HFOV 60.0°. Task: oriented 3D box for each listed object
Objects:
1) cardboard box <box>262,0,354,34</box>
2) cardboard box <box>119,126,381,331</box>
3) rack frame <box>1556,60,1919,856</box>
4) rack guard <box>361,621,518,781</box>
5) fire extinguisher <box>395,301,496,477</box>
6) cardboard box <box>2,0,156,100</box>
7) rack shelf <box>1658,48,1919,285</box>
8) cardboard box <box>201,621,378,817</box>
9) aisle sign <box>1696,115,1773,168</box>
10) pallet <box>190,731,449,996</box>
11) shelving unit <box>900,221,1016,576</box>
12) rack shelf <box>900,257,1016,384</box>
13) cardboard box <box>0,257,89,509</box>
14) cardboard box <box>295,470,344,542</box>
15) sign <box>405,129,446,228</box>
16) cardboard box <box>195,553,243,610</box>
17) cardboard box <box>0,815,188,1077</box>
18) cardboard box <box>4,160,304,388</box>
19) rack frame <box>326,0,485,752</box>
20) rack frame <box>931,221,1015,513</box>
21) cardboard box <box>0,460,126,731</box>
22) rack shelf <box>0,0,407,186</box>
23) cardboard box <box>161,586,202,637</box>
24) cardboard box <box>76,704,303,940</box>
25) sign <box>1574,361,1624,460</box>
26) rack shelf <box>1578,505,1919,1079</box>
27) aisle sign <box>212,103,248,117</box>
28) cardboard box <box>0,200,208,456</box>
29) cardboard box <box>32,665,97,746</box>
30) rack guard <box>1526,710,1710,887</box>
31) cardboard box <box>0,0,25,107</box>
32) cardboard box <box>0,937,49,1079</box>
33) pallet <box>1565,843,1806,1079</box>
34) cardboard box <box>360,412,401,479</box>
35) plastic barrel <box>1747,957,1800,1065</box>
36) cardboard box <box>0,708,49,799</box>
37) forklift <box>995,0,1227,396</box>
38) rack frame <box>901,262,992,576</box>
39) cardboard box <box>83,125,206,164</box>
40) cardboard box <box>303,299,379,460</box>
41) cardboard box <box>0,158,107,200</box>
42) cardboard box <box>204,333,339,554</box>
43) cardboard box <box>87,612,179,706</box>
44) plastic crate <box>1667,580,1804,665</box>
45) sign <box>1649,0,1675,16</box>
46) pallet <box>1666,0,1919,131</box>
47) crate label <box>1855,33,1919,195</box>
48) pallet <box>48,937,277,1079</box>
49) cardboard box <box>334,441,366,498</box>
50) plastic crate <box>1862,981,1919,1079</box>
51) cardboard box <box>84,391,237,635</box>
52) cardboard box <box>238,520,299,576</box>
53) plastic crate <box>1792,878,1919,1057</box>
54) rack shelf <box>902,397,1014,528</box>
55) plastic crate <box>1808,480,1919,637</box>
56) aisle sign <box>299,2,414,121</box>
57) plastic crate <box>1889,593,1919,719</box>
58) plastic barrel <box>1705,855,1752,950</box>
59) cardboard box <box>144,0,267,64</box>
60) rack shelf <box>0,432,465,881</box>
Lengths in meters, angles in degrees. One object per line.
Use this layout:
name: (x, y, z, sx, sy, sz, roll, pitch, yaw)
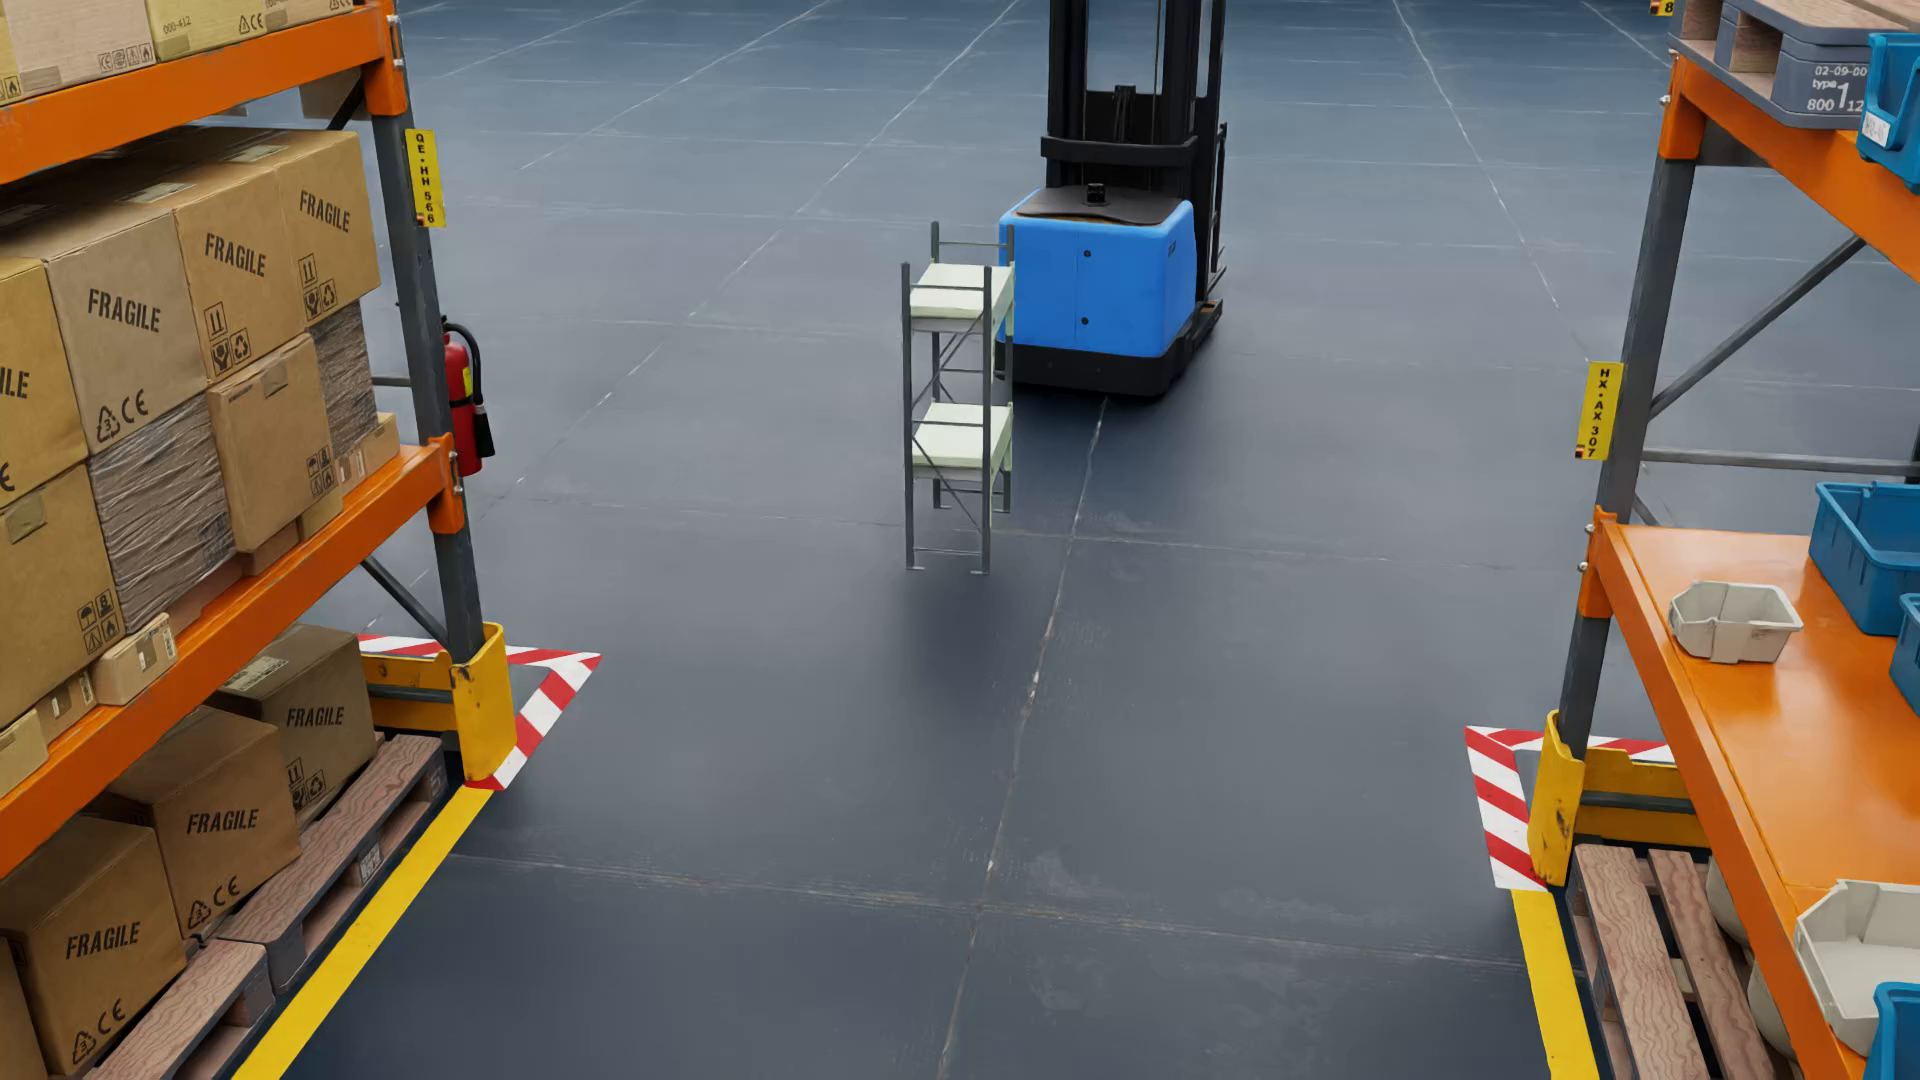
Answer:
cardboard box: (-2.154, -1.656, 4.888, 0.500, 0.250, 0.500, 5, 25, 10)
cardboard box: (-2.172, -0.970, 5.136, 0.500, 0.500, 0.500, 4, 25, 9)
rack frame: (2.560, -0.241, 5.227, 1.000, 3.000, 0.127, 4, 25, 9)
rack guard: (-2.338, 0.580, 6.422, 1.175, 0.500, 0.348, 4, 25, 9)
fire extinguisher: (-1.853, -0.565, 6.011, 0.296, 0.674, 0.183, 4, 25, 9)
cardboard box: (-2.325, -1.233, 3.984, 0.500, 0.250, 0.500, 5, 25, 10)
rack shelf: (2.233, -0.437, 2.957, 1.077, 0.370, 4.000, 4, 25, 9)
cardboard box: (-2.445, 0.618, 5.846, 0.500, 0.500, 0.500, 9, 27, 18)
aisle sign: (2.283, -1.469, 4.784, 0.394, 0.787, 0.004, 4, 25, 9)
pallet: (-2.506, 1.048, 5.763, 1.003, 0.211, 1.213, 4, 25, 9)
shelving unit: (0.001, -0.682, 7.938, 0.431, 1.500, 0.755, 4, 25, 9)
rack shelf: (0.001, -1.036, 7.773, 0.431, 0.370, 0.720, 4, 25, 9)
cardboard box: (-2.422, -0.343, 3.796, 0.500, 0.500, 0.500, 4, 25, 9)
cardboard box: (-2.201, -0.124, 5.274, 0.380, 0.149, 0.250, 4, 25, 9)
sign: (-1.782, -1.205, 5.548, 0.100, 0.325, 0.005, 4, 25, 9)
cardboard box: (-2.338, 0.081, 4.836, 0.380, 0.149, 0.250, 4, 25, 9)
cardboard box: (-2.630, 1.130, 4.750, 0.500, 0.500, 0.500, 6, 26, 13)
cardboard box: (-2.248, -0.761, 4.688, 0.500, 0.500, 0.500, 4, 25, 9)
rack frame: (-2.326, -0.584, 5.960, 1.000, 3.000, 0.127, 4, 25, 9)
rack frame: (0.061, -0.835, 8.265, 0.400, 1.500, 0.023, 4, 25, 9)
cardboard box: (-2.624, 0.096, 4.039, 0.875, 0.500, 0.500, 4, 25, 9)
rack shelf: (-2.653, -0.781, 3.690, 1.077, 0.370, 4.000, 4, 25, 9)
cardboard box: (-2.357, 0.187, 4.609, 0.380, 0.149, 0.250, 4, 25, 9)
cardboard box: (-2.509, 0.870, 5.306, 0.500, 0.500, 0.500, 11, 27, 22)
sign: (2.018, -0.406, 5.254, 0.100, 0.325, 0.005, 4, 25, 9)
rack shelf: (2.233, 0.921, 3.592, 1.077, 0.370, 4.000, 4, 25, 9)
aisle sign: (-2.612, -1.808, 5.509, 0.394, 0.787, 0.004, 4, 25, 9)
cardboard box: (-2.332, -0.552, 4.242, 0.500, 0.500, 0.500, 4, 25, 9)
cardboard box: (-2.420, 0.397, 4.159, 0.380, 0.149, 0.250, 4, 25, 9)
rack guard: (2.594, 0.926, 5.682, 1.175, 0.500, 0.348, 4, 25, 9)
cardboard box: (-2.402, -1.022, 3.534, 0.500, 0.250, 0.500, 4, 25, 8)
cardboard box: (-2.765, 1.361, 4.258, 0.500, 0.500, 0.500, 2, 25, 4)
pallet: (2.456, 1.396, 5.018, 1.003, 0.211, 1.213, 4, 25, 9)
cardboard box: (-2.169, -0.337, 5.728, 0.380, 0.149, 0.250, 4, 25, 9)
plastic barrel: (2.446, 1.186, 4.618, 0.421, 0.512, 0.421, 0, 25, 0)
cardboard box: (-2.416, 0.505, 3.929, 0.380, 0.149, 0.250, 4, 25, 9)
forklift: (1.171, -2.784, 10.741, 1.130, 2.935, 3.031, 8, 26, 17)
rack frame: (-0.059, -0.529, 7.611, 0.400, 1.500, 0.023, 4, 25, 9)
cardboard box: (-2.685, -1.006, 5.213, 0.500, 0.500, 0.500, 4, 25, 9)
cardboard box: (-2.443, -0.536, 5.389, 0.875, 0.500, 0.500, 4, 25, 9)
cardboard box: (-2.773, -0.797, 4.767, 0.500, 0.500, 0.500, 4, 25, 9)
cardboard box: (-2.406, -0.319, 4.924, 0.875, 0.500, 0.500, 4, 25, 9)
cardboard box: (-2.310, 0.298, 4.372, 0.380, 0.149, 0.250, 4, 25, 9)
plastic crate: (2.097, 0.230, 4.531, 0.298, 0.136, 0.250, 4, 25, 9)
sign: (2.018, -1.644, 4.675, 0.100, 0.325, 0.005, 4, 25, 9)
pallet: (2.329, -1.175, 3.906, 1.003, 0.211, 1.213, 4, 25, 9)
crate label: (1.928, -0.772, 2.999, 0.502, 0.251, 0.408, 4, 25, 9)
pallet: (-2.708, 1.556, 4.676, 1.003, 0.211, 1.213, 4, 25, 9)
cardboard box: (-2.210, -0.233, 5.505, 0.380, 0.149, 0.250, 4, 25, 9)
plastic crate: (1.820, 1.017, 2.714, 0.499, 0.251, 0.616, 4, 25, 9)
cardboard box: (-2.531, -0.113, 4.484, 0.875, 0.500, 0.500, 4, 25, 9)
cardboard box: (-2.257, -0.021, 5.053, 0.380, 0.149, 0.250, 4, 25, 9)
plastic crate: (1.922, 0.855, 3.197, 0.530, 0.136, 0.437, 4, 25, 9)
rack shelf: (0.001, -0.387, 8.076, 0.431, 0.370, 0.720, 4, 25, 9)
plastic crate: (2.774, 0.056, 4.767, 0.499, 0.251, 0.616, 4, 25, 9)
aisle sign: (-2.020, -1.767, 5.420, 0.394, 0.787, 0.004, 4, 25, 9)
plastic crate: (2.662, 0.327, 4.188, 0.499, 0.251, 0.408, 4, 25, 9)
plastic barrel: (2.528, 0.976, 5.066, 0.421, 0.512, 0.421, 0, 25, 0)
cardboard box: (-2.233, -1.447, 4.441, 0.500, 0.250, 0.500, 4, 25, 9)
rack shelf: (-2.653, 0.578, 4.326, 1.077, 0.370, 4.000, 4, 25, 9)
